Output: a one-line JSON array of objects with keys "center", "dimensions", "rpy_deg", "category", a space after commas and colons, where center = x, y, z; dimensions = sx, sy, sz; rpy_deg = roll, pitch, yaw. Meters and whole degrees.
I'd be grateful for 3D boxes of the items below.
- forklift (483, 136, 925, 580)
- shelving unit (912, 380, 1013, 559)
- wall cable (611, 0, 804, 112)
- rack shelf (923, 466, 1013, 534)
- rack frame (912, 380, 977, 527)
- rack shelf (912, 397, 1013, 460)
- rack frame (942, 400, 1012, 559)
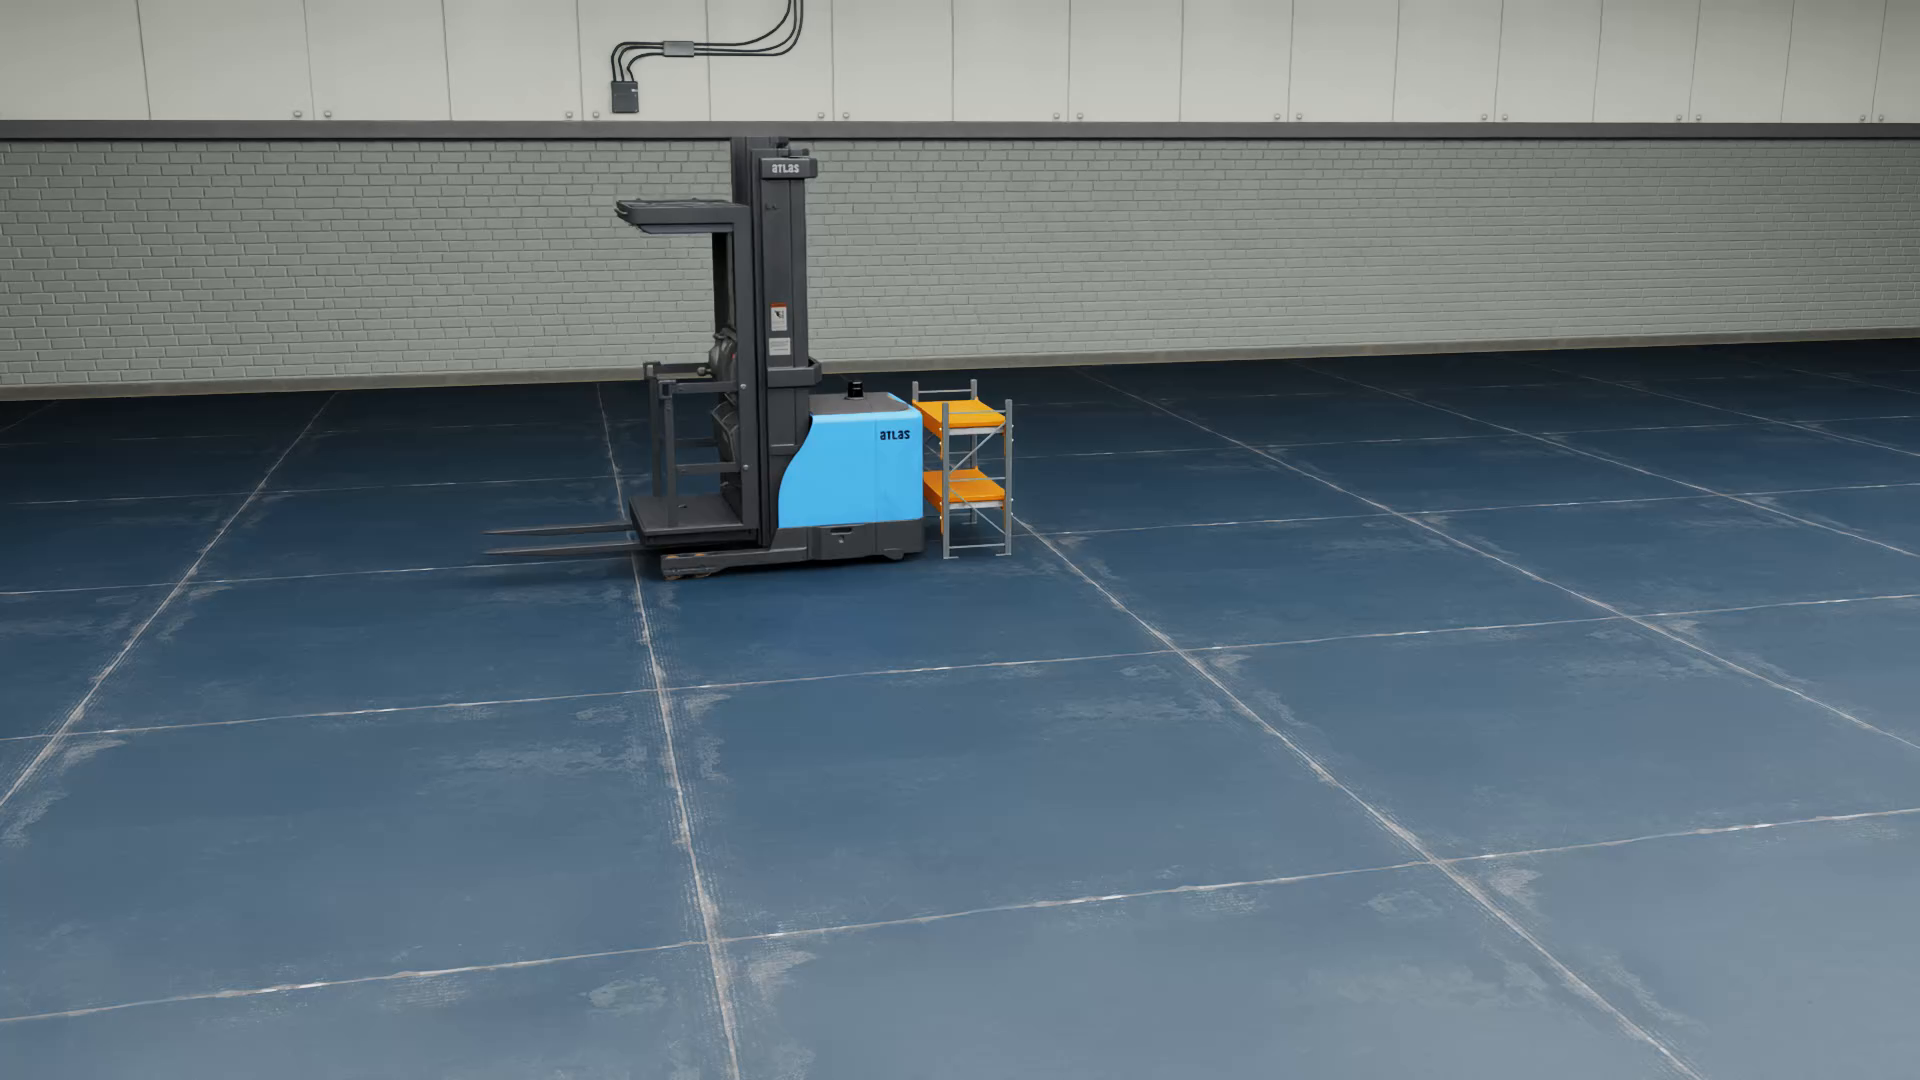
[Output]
[{"center": [-1.823, -1.292, 11.541], "dimensions": [3.031, 2.935, 1.130], "rpy_deg": [-4, 14, -15], "category": "forklift"}, {"center": [0.002, -0.545, 12.287], "dimensions": [0.538, 1.125, 1.048], "rpy_deg": [-3, 14, -13], "category": "shelving unit"}, {"center": [-2.987, -8.042, 19.216], "dimensions": [2.305, 6.003, 0.169], "rpy_deg": [-3, 14, -13], "category": "wall cable"}, {"center": [0.002, -0.307, 12.345], "dimensions": [0.538, 0.278, 1.000], "rpy_deg": [-3, 14, -13], "category": "rack shelf"}, {"center": [-0.118, -0.662, 12.767], "dimensions": [0.500, 1.125, 0.032], "rpy_deg": [-3, 14, -13], "category": "rack frame"}, {"center": [0.002, -0.829, 12.218], "dimensions": [0.538, 0.278, 1.000], "rpy_deg": [-3, 14, -13], "category": "rack shelf"}, {"center": [0.121, -0.428, 11.807], "dimensions": [0.500, 1.125, 0.032], "rpy_deg": [-3, 14, -13], "category": "rack frame"}]
